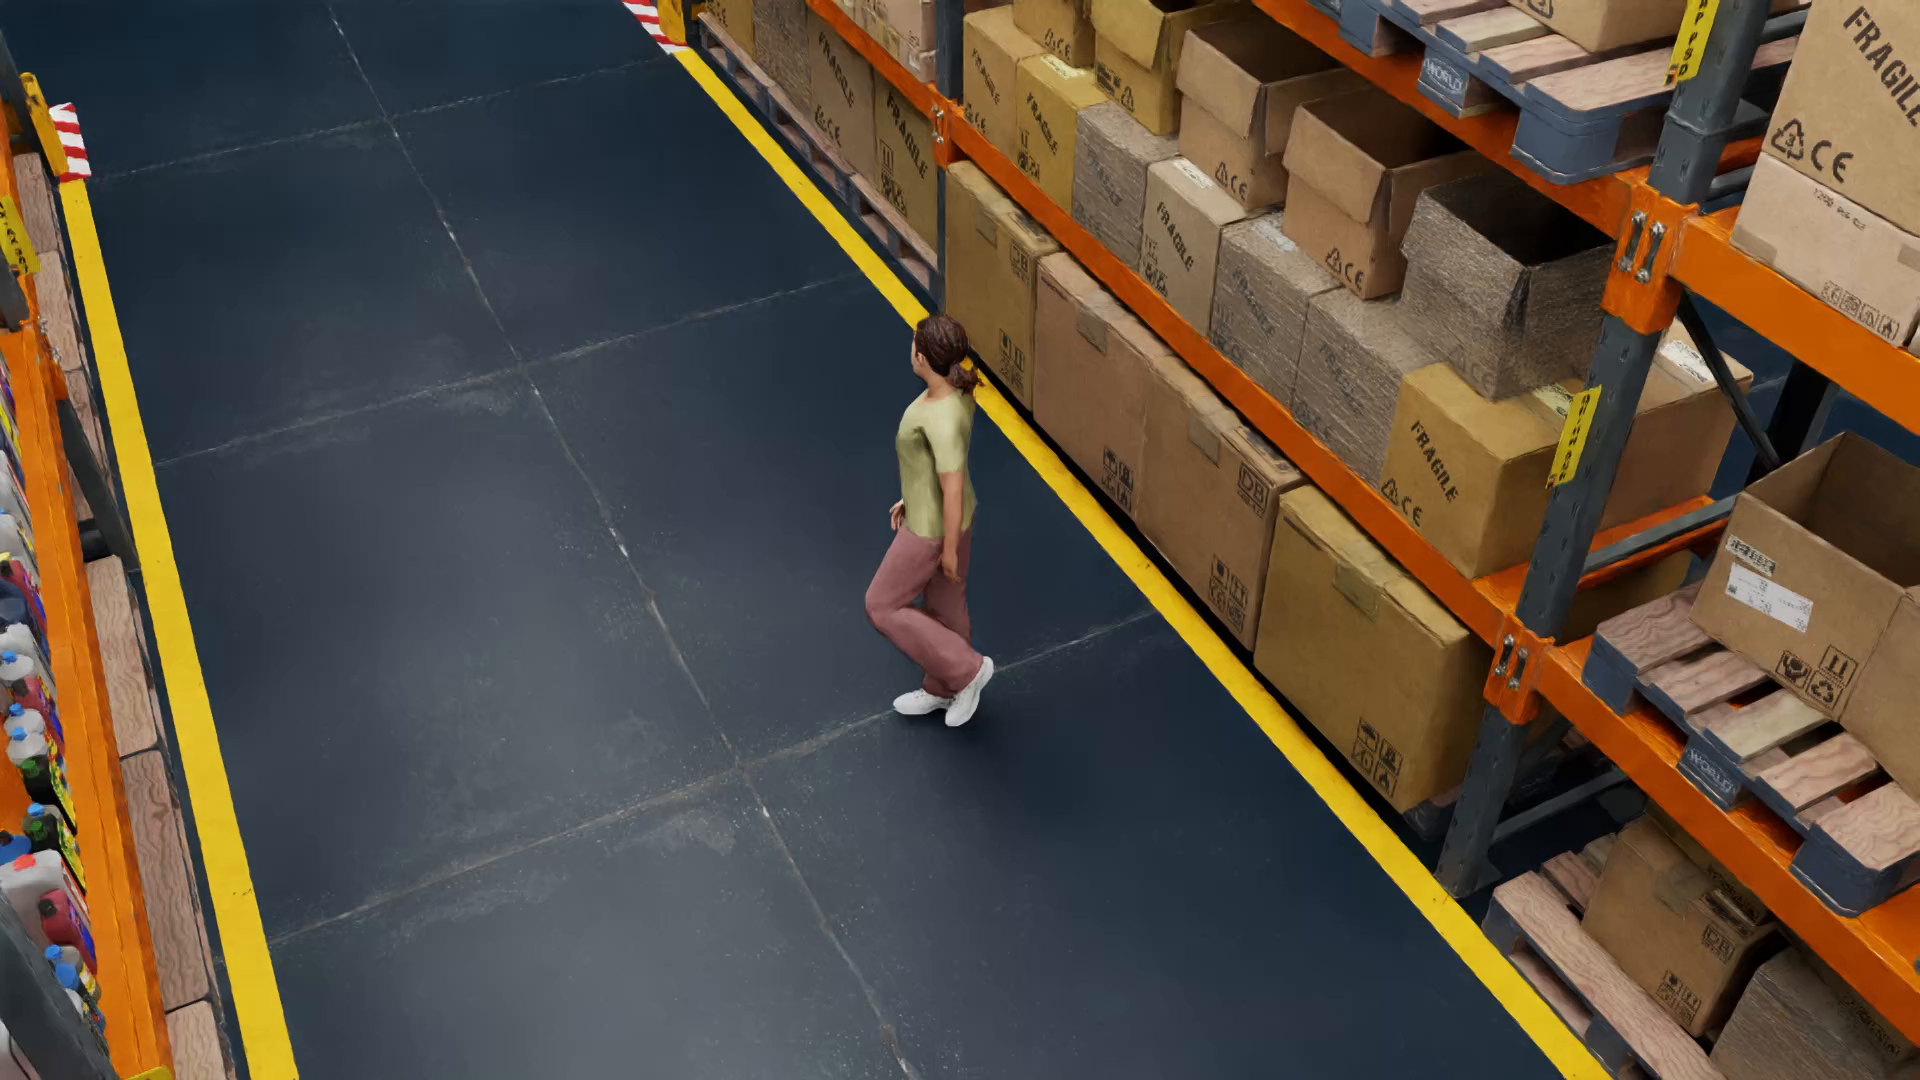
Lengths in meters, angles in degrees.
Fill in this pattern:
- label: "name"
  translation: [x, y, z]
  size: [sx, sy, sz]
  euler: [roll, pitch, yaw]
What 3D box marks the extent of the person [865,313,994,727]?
- label: "person"
  translation: [-0.099, -0.041, 6.205]
  size: [0.494, 1.634, 0.652]
  euler: [4, 42, 4]
